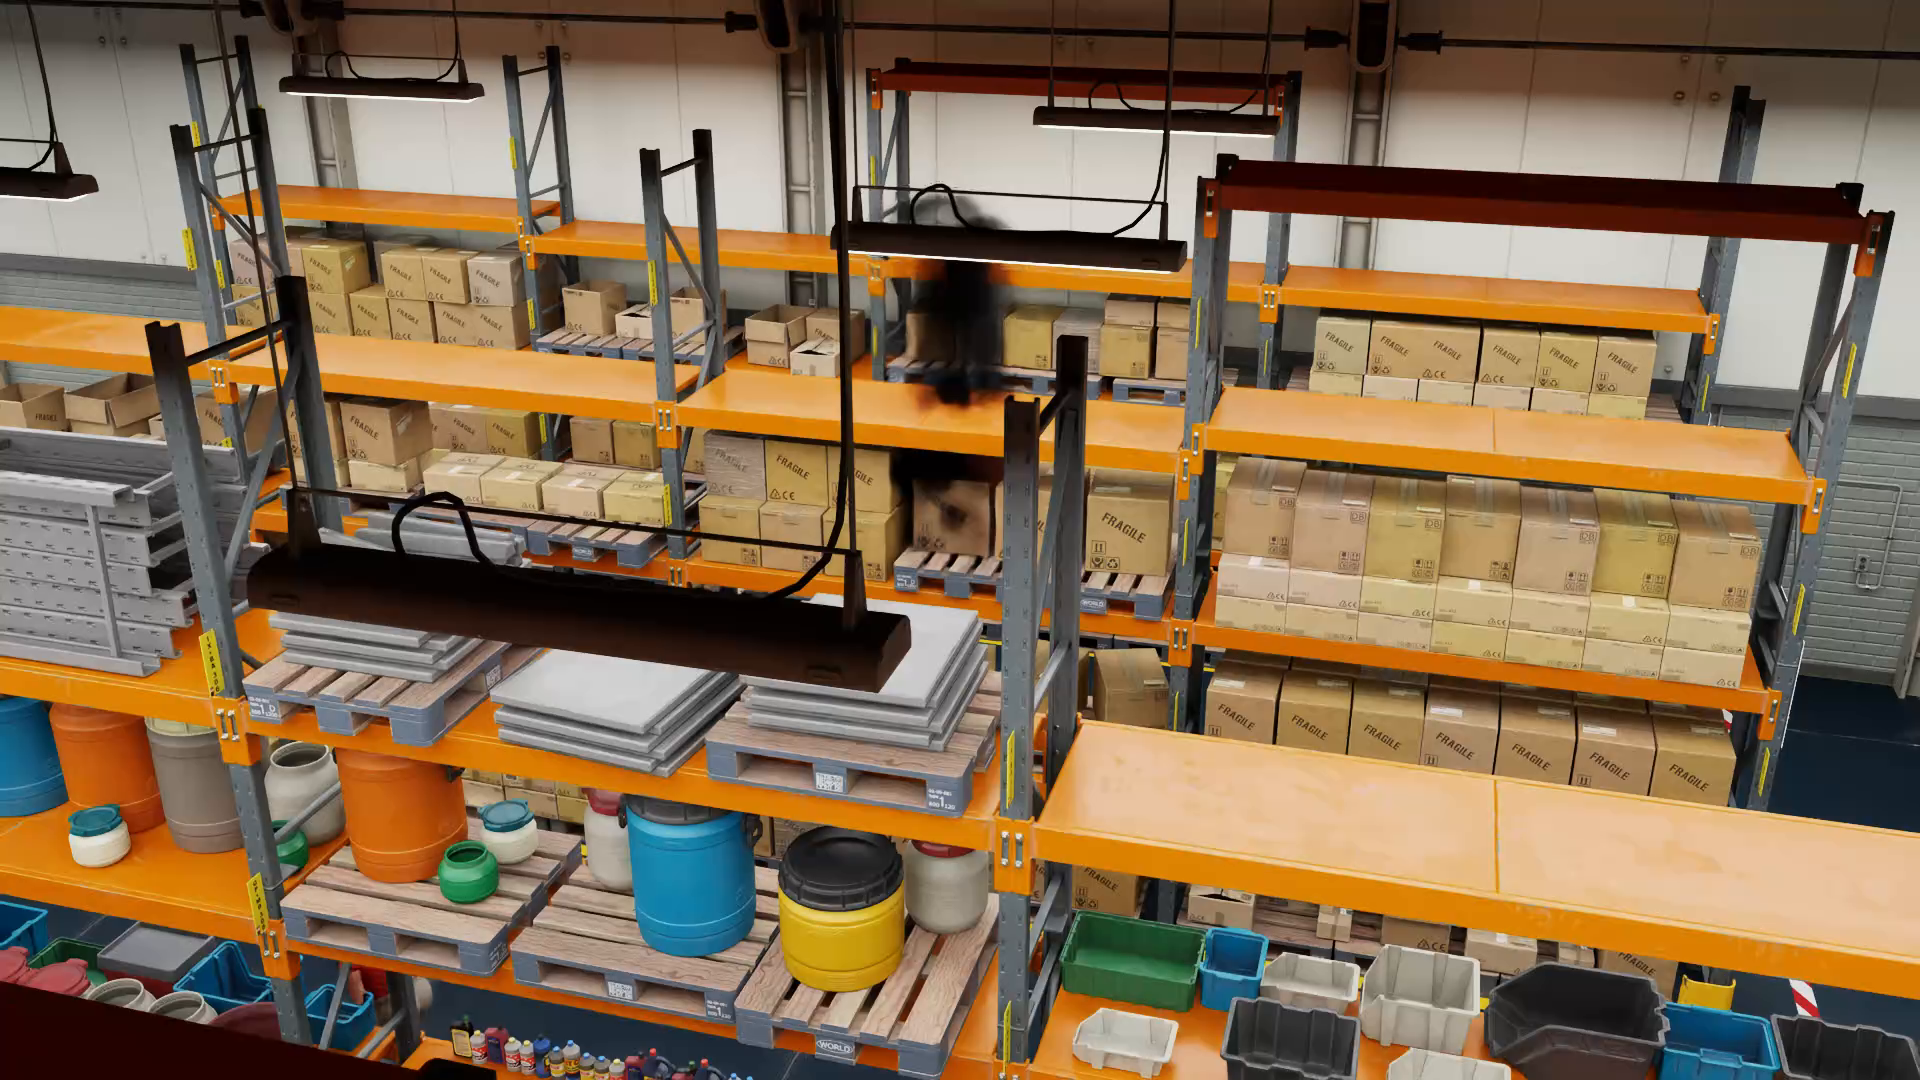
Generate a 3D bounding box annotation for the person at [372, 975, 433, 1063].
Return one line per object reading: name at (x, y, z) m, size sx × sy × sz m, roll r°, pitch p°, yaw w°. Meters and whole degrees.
person at (-3.771, 3.173, 11.244) m, size 0.851 × 1.497 × 0.413 m, roll 10°, pitch 24°, yaw 22°

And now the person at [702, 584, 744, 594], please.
person at (-2.335, 0.679, 16.784) m, size 0.647 × 1.551 × 0.597 m, roll 1°, pitch 23°, yaw 3°
